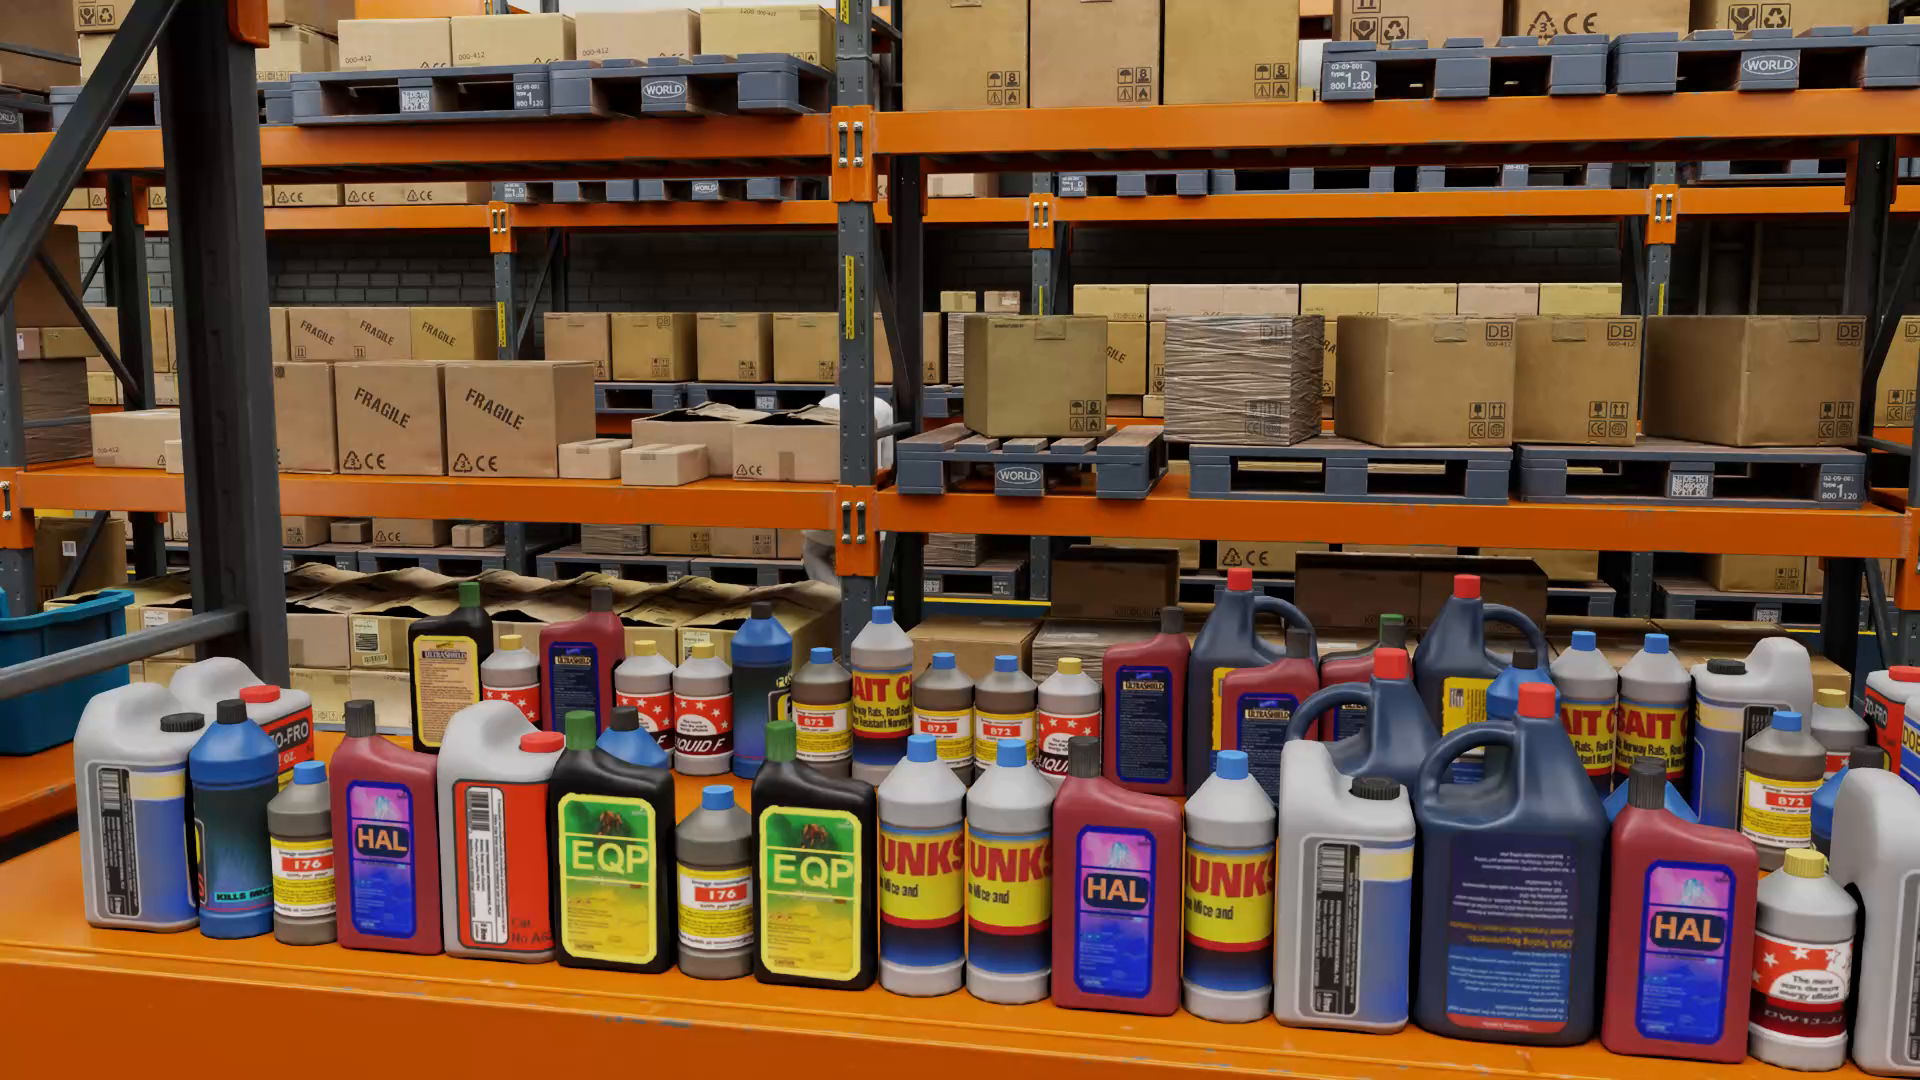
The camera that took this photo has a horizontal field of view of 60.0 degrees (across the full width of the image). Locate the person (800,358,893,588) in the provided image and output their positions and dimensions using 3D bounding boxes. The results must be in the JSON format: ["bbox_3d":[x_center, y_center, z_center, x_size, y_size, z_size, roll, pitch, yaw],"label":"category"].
[{"bbox_3d":[-0.625,-0.217,9.788,0.616,1.762,0.551,-5,9,-33],"label":"person"}]
